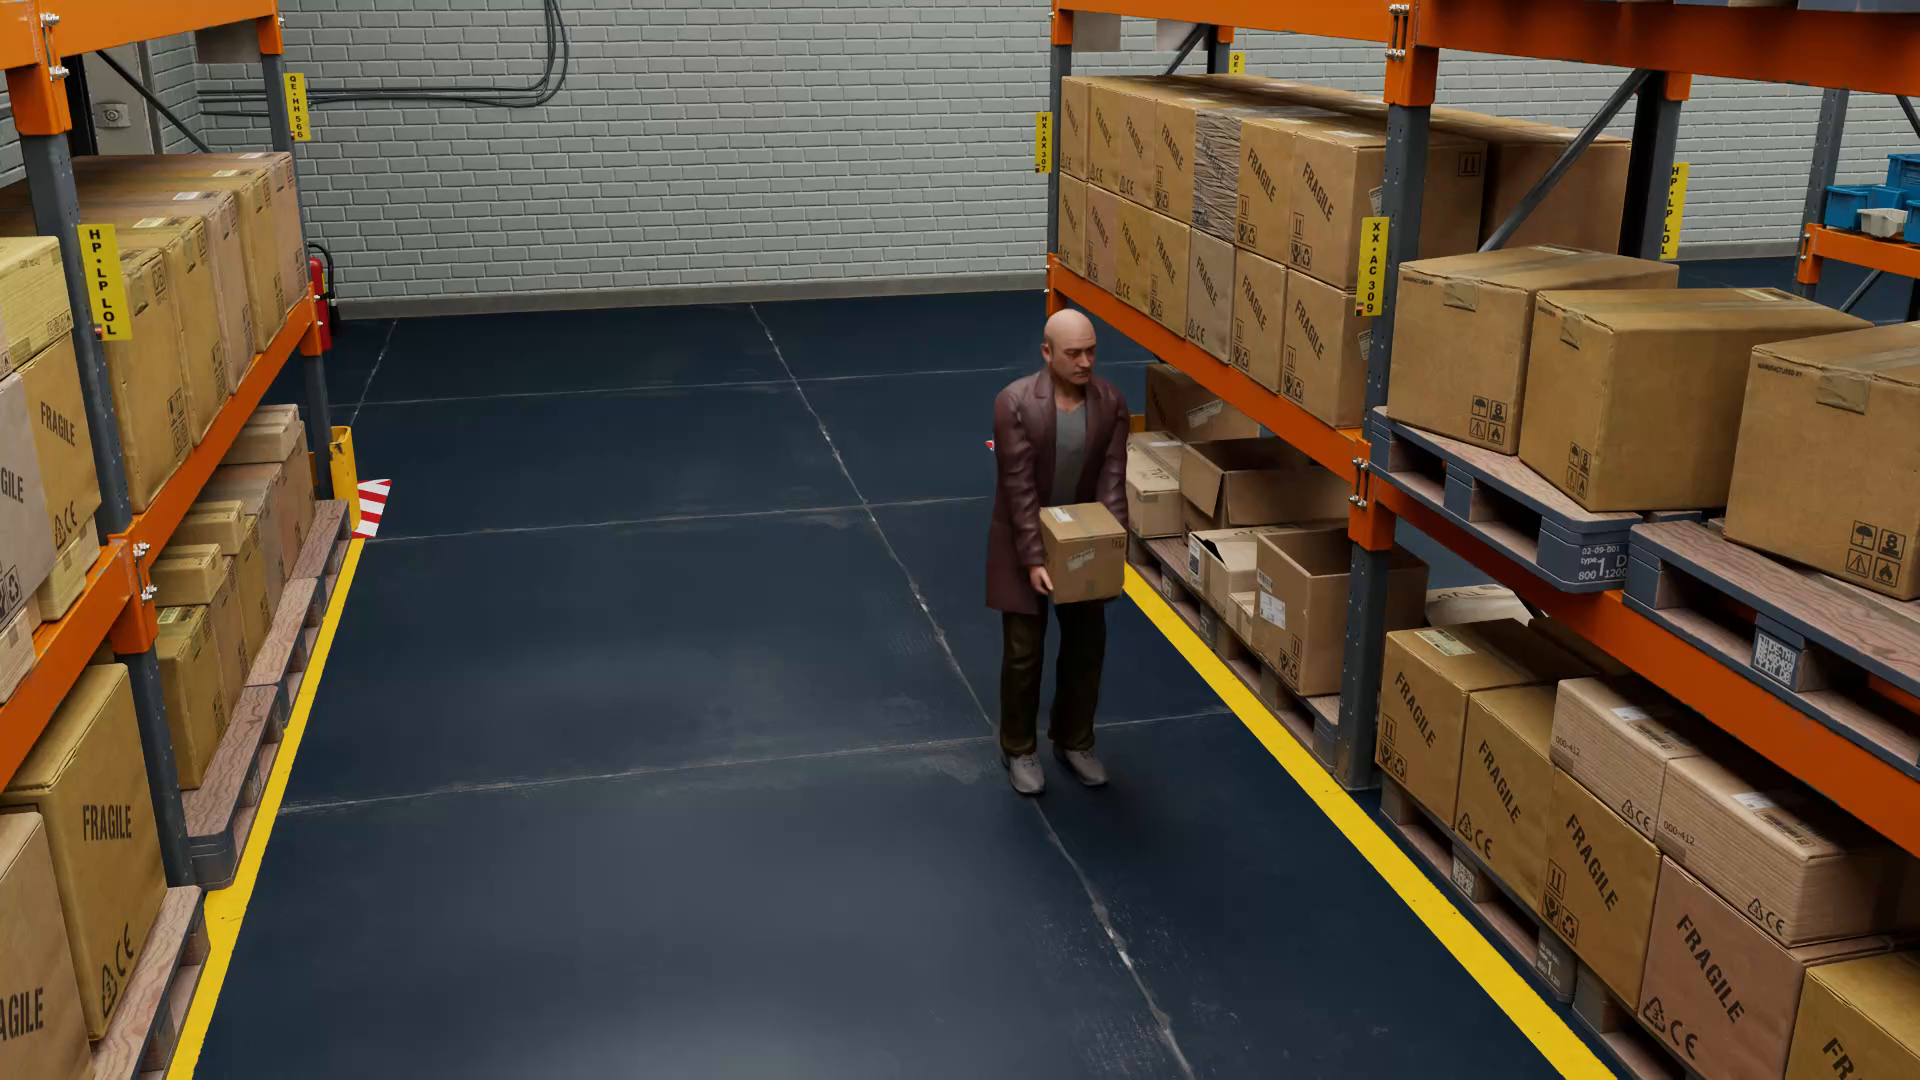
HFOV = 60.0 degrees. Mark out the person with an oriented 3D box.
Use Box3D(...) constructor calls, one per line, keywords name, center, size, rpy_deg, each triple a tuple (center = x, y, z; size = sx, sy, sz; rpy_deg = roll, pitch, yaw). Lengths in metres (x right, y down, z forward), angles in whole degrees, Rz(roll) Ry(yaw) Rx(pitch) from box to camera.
Box3D(name="person", center=(0.360, 0.054, 5.960), size=(0.525, 1.770, 0.584), rpy_deg=(-6, 20, -16))
